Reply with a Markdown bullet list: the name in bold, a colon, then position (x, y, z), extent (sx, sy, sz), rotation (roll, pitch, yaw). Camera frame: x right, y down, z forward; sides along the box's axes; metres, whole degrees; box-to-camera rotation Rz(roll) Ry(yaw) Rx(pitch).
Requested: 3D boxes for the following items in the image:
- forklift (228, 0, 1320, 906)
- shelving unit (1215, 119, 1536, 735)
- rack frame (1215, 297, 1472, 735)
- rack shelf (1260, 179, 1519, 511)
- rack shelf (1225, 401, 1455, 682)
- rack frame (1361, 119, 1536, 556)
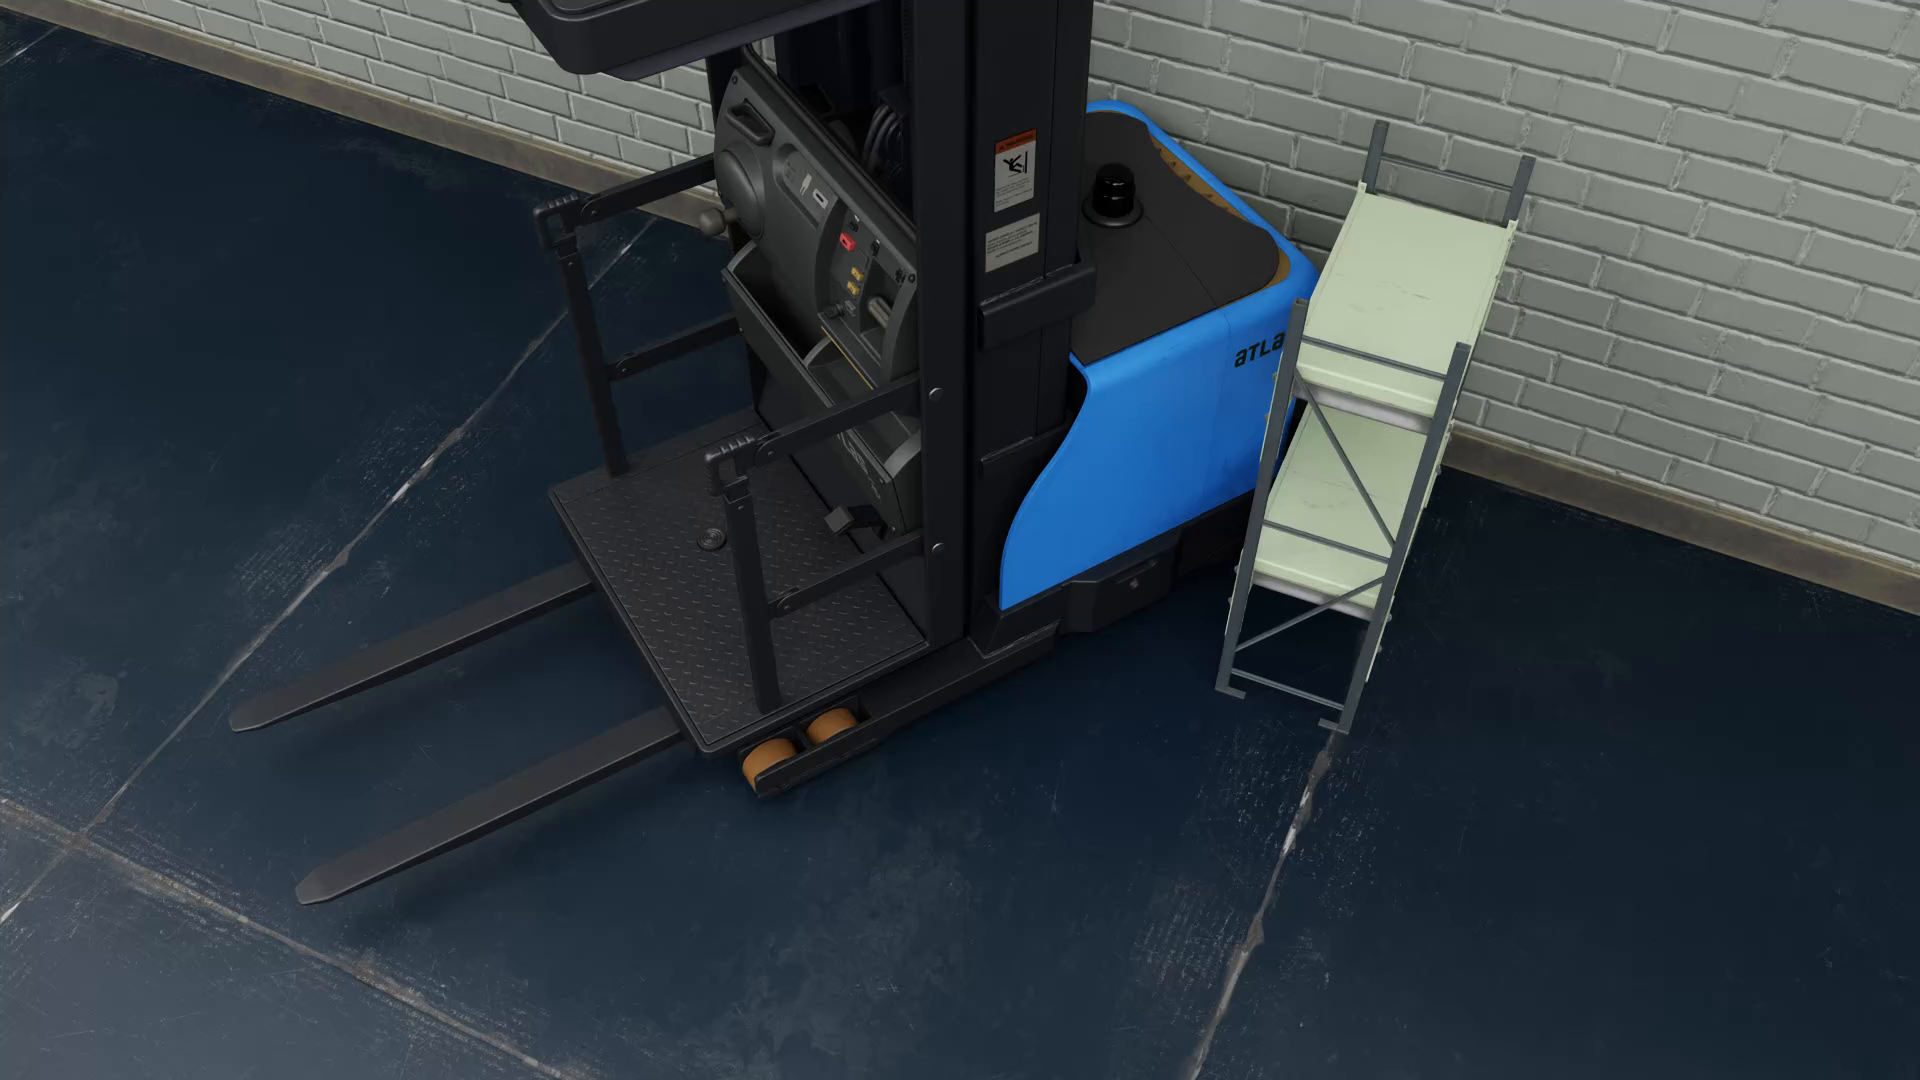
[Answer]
- **forklift**: position (-0.535, -0.702, 3.923), extent (3.031, 2.935, 1.130), rotation (-25, 54, -20)
- **shelving unit**: position (1.081, -0.249, 4.477), extent (0.431, 1.500, 0.755), rotation (18, 52, 15)
- **rack frame**: position (0.934, 0.007, 4.260), extent (0.400, 1.500, 0.023), rotation (18, 52, 15)
- **rack shelf**: position (1.081, -0.502, 4.180), extent (0.431, 0.370, 0.720), rotation (18, 52, 15)
- **rack shelf**: position (1.081, -0.038, 4.725), extent (0.431, 0.370, 0.720), rotation (18, 52, 15)
- **rack frame**: position (1.227, -0.505, 4.695), extent (0.400, 1.500, 0.023), rotation (18, 52, 15)
